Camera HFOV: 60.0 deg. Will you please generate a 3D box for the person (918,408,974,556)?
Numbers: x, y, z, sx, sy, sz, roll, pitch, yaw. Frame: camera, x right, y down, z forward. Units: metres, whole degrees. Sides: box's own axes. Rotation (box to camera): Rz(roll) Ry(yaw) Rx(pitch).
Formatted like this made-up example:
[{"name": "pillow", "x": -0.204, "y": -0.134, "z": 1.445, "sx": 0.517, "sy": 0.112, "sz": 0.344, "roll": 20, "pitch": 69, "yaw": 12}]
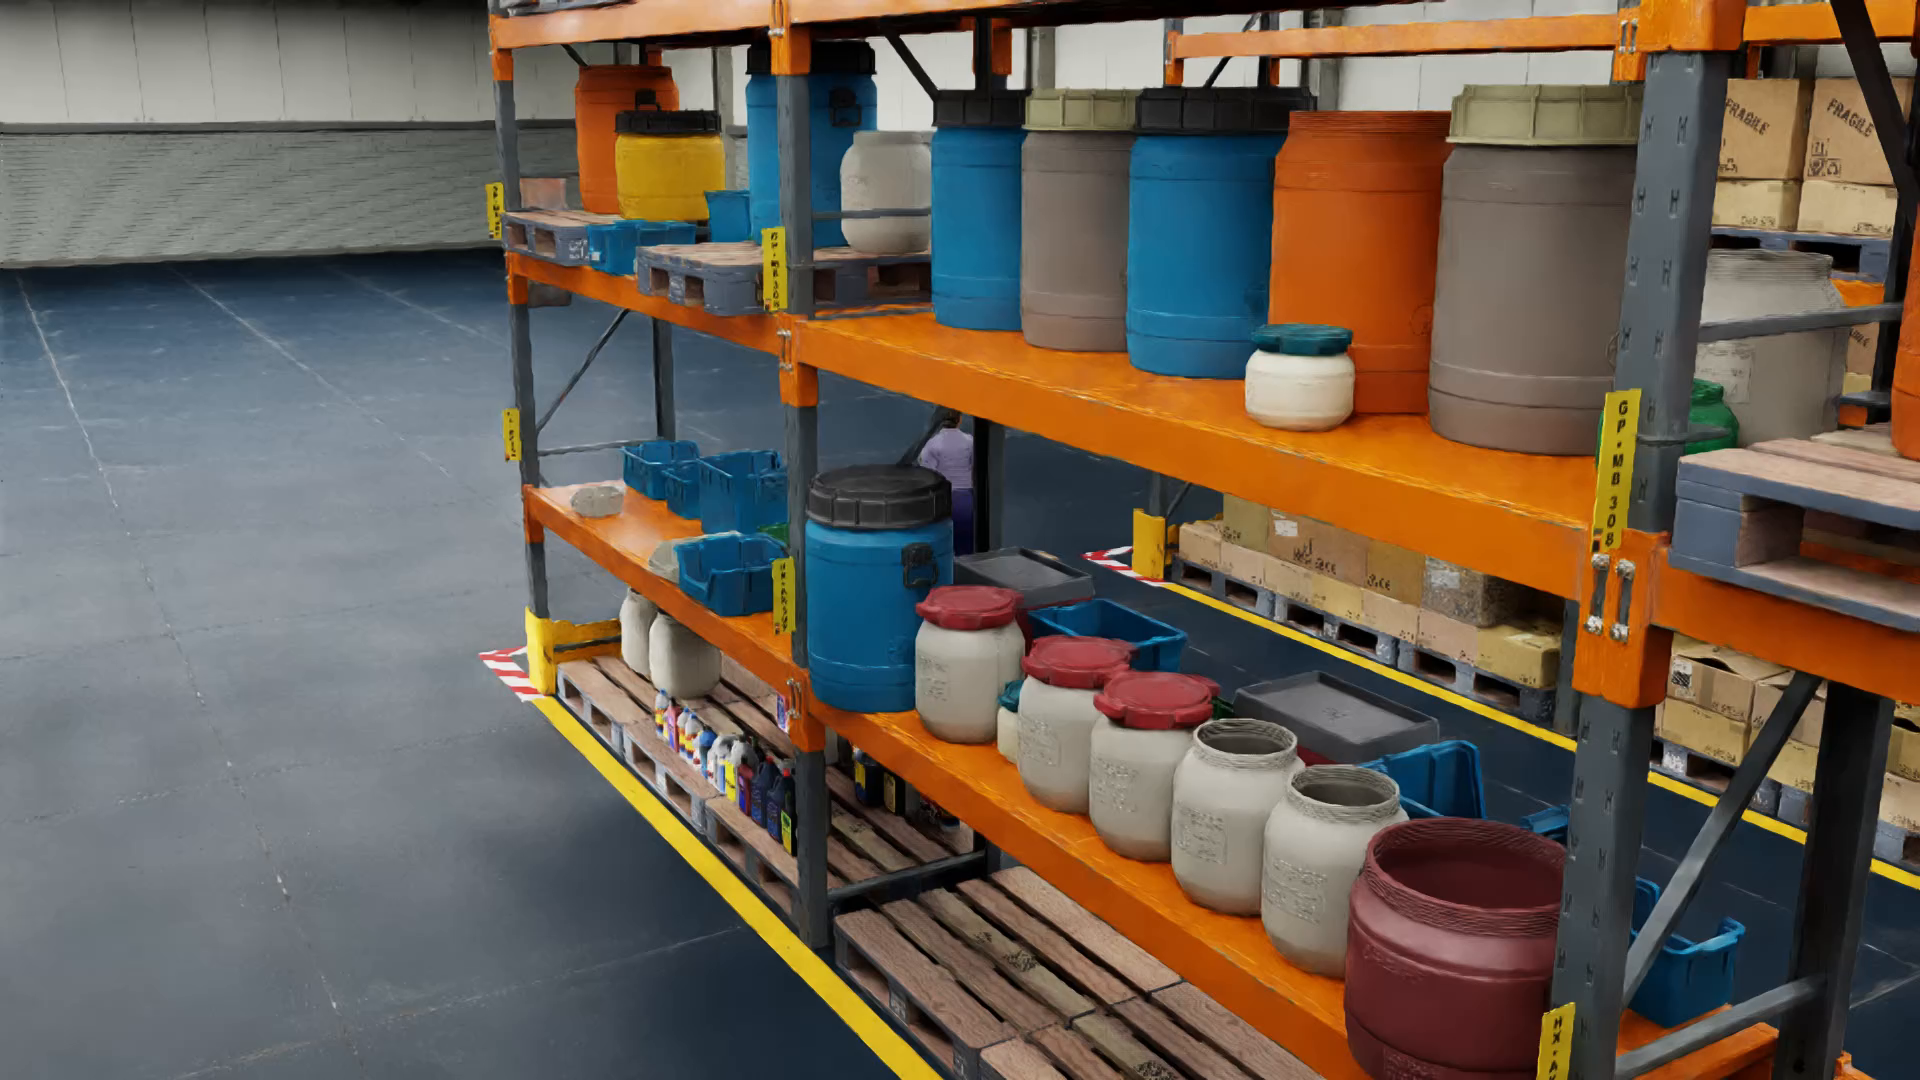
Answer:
[{"name": "person", "x": -0.075, "y": -0.193, "z": 11.771, "sx": 0.504, "sy": 1.613, "sz": 0.800, "roll": -1, "pitch": 15, "yaw": -6}]
